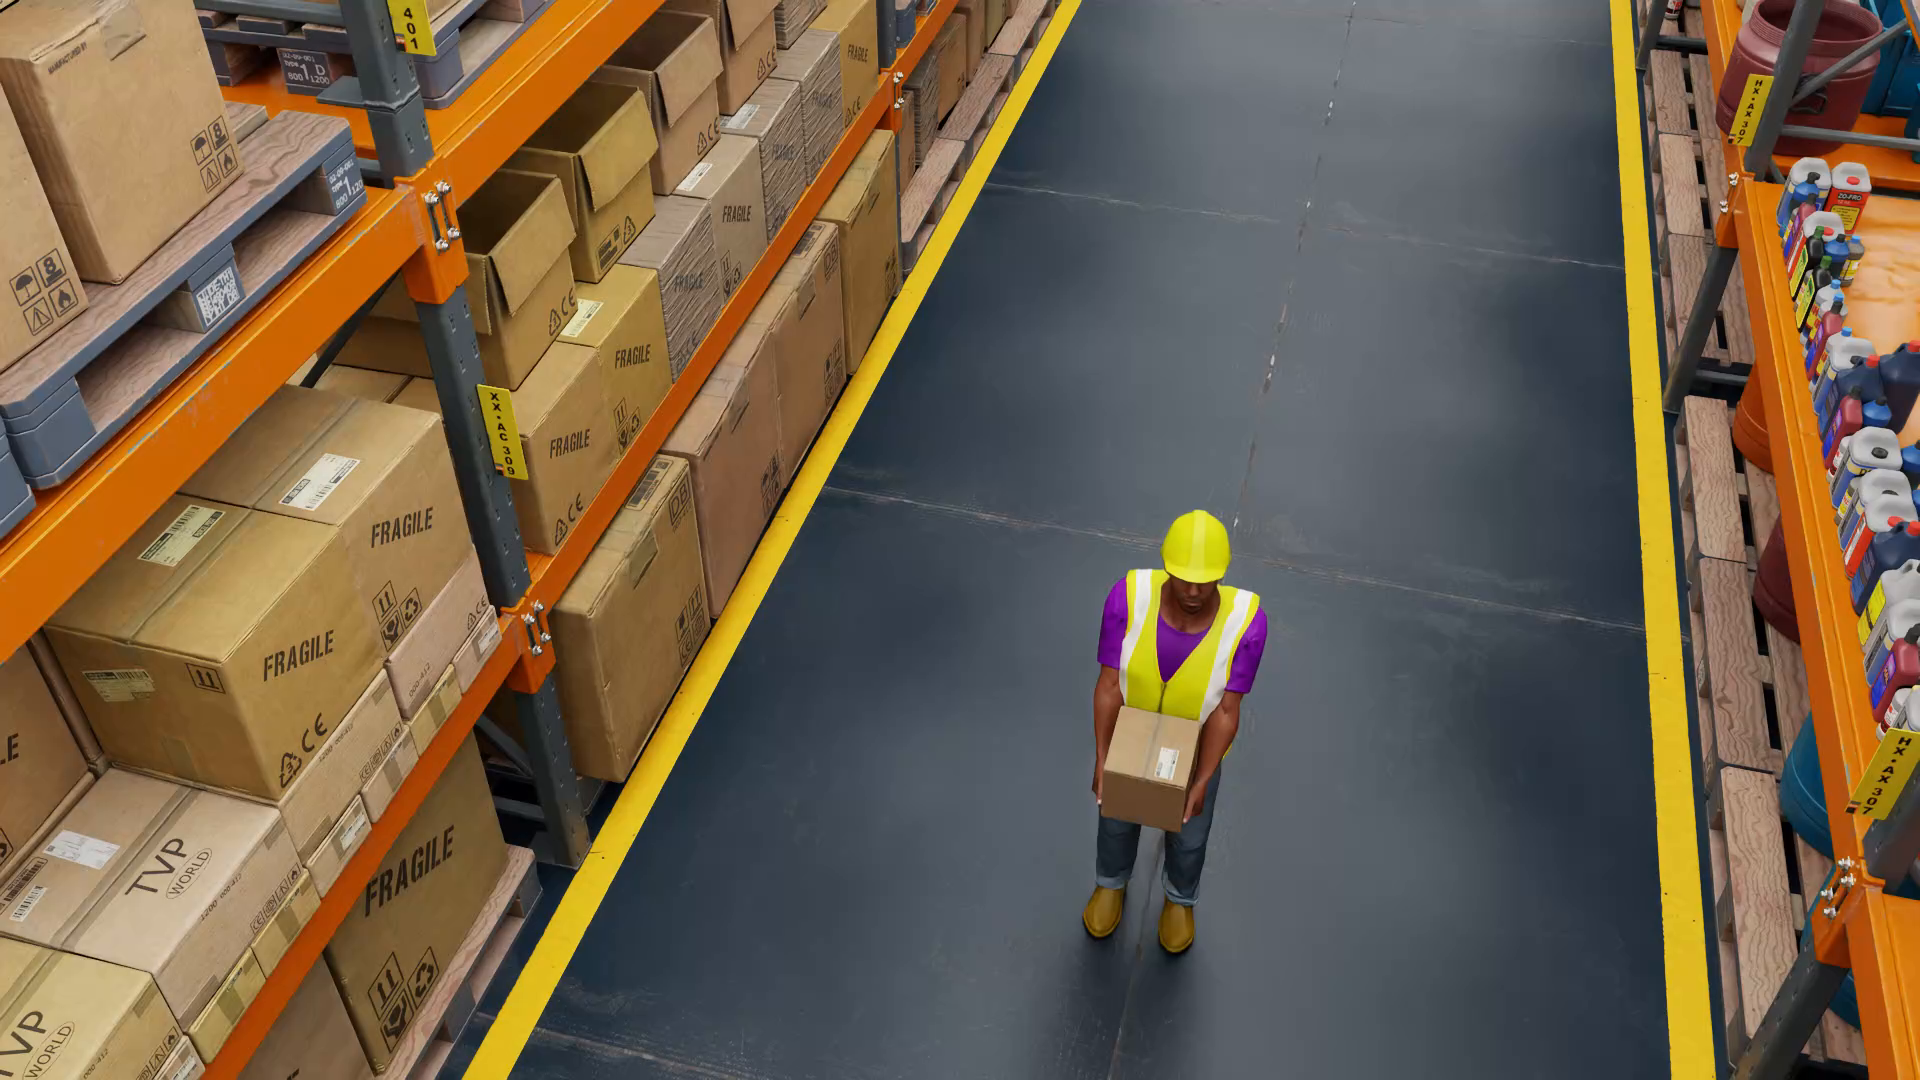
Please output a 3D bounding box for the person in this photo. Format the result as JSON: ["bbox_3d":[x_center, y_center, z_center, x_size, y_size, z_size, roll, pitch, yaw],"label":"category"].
[{"bbox_3d":[0.650,0.707,5.325,0.503,1.760,0.586,11,42,12],"label":"person"}]
